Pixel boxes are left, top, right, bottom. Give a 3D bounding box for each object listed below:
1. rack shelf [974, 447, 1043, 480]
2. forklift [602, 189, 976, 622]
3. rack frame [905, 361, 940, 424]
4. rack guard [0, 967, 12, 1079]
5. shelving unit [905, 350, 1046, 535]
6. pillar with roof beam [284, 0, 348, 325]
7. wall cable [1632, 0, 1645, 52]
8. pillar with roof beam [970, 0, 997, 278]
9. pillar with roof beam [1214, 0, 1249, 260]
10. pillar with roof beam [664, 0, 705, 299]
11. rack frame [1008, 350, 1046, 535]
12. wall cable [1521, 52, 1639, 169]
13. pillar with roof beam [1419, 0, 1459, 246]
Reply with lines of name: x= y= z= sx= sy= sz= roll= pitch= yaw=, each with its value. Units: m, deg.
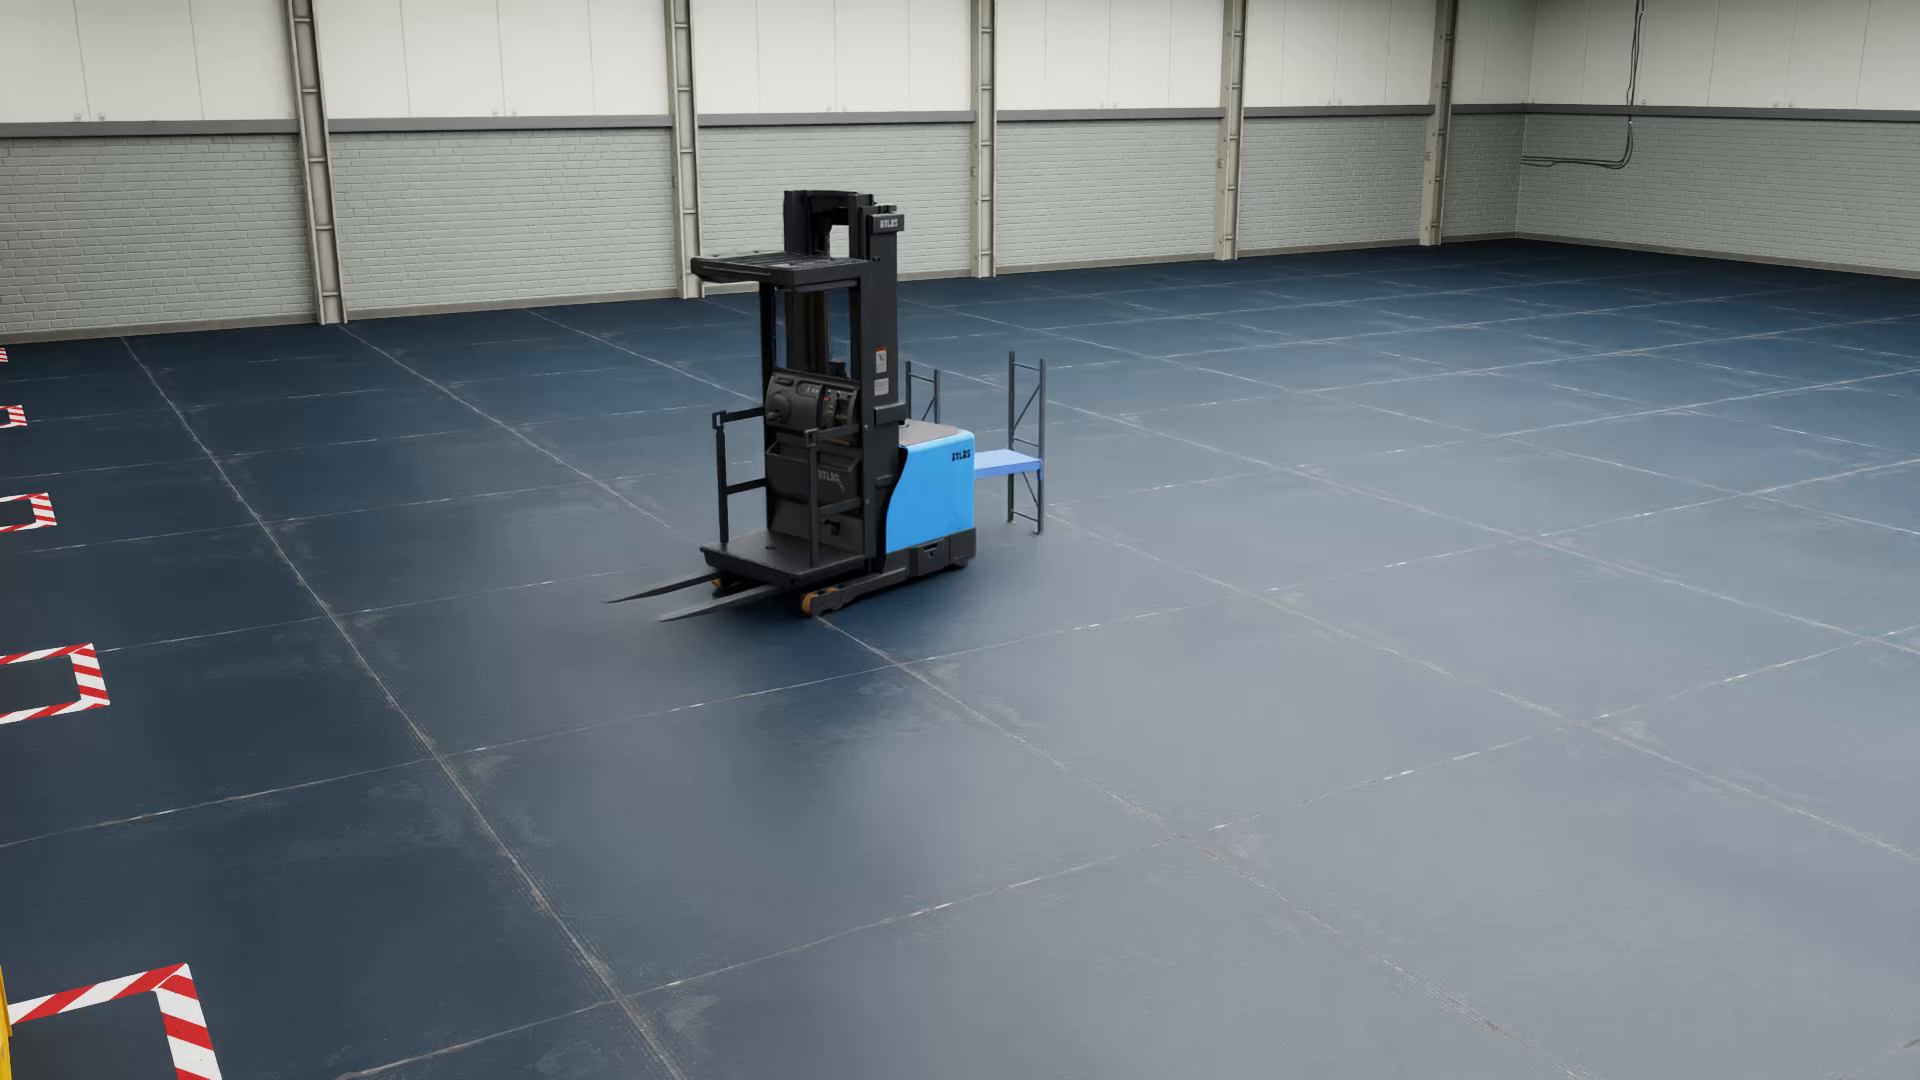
rack shelf: x=0.129 y=-0.581 z=13.871 sx=1.000 sy=0.185 sz=0.538 roll=-10 pitch=18 yaw=-31
forklift: x=-1.232 y=-1.016 z=12.104 sx=1.130 sy=2.935 sz=3.031 roll=14 pitch=21 yaw=40
rack frame: x=-0.302 y=-0.682 z=13.563 sx=0.032 sy=1.500 sz=0.500 roll=-10 pitch=18 yaw=-31
rack guard: x=-3.753 y=1.900 z=6.205 sx=0.348 sy=0.500 sz=1.175 roll=-9 pitch=18 yaw=-30
shelving unit: x=0.129 y=-0.754 z=13.822 sx=1.048 sy=1.500 sz=0.538 roll=-10 pitch=18 yaw=-31
pillar with roof beam: x=-7.627 y=-6.750 z=21.318 sx=0.400 sy=9.000 sz=9.100 roll=-9 pitch=18 yaw=-30
wall cable: x=15.328 y=-11.496 z=34.646 sx=0.112 sy=2.526 sz=3.097 roll=-9 pitch=18 yaw=-30
pillar with roof beam: x=2.659 y=-8.418 z=27.268 sx=0.400 sy=9.000 sz=9.100 roll=-9 pitch=18 yaw=-30
pillar with roof beam: x=7.802 y=-9.252 z=30.244 sx=0.400 sy=9.000 sz=9.100 roll=-9 pitch=18 yaw=-30
pillar with roof beam: x=-2.484 y=-7.584 z=24.293 sx=0.400 sy=9.000 sz=9.100 roll=-9 pitch=18 yaw=-30
rack frame: x=0.561 y=-0.827 z=14.081 sx=0.032 sy=1.500 sz=0.500 roll=-10 pitch=18 yaw=-31
wall cable: x=13.934 y=-9.691 z=37.561 sx=0.112 sy=2.526 sz=3.097 roll=-9 pitch=18 yaw=-30
pillar with roof beam: x=12.945 y=-10.086 z=33.219 sx=0.400 sy=9.000 sz=9.100 roll=-9 pitch=18 yaw=-30
